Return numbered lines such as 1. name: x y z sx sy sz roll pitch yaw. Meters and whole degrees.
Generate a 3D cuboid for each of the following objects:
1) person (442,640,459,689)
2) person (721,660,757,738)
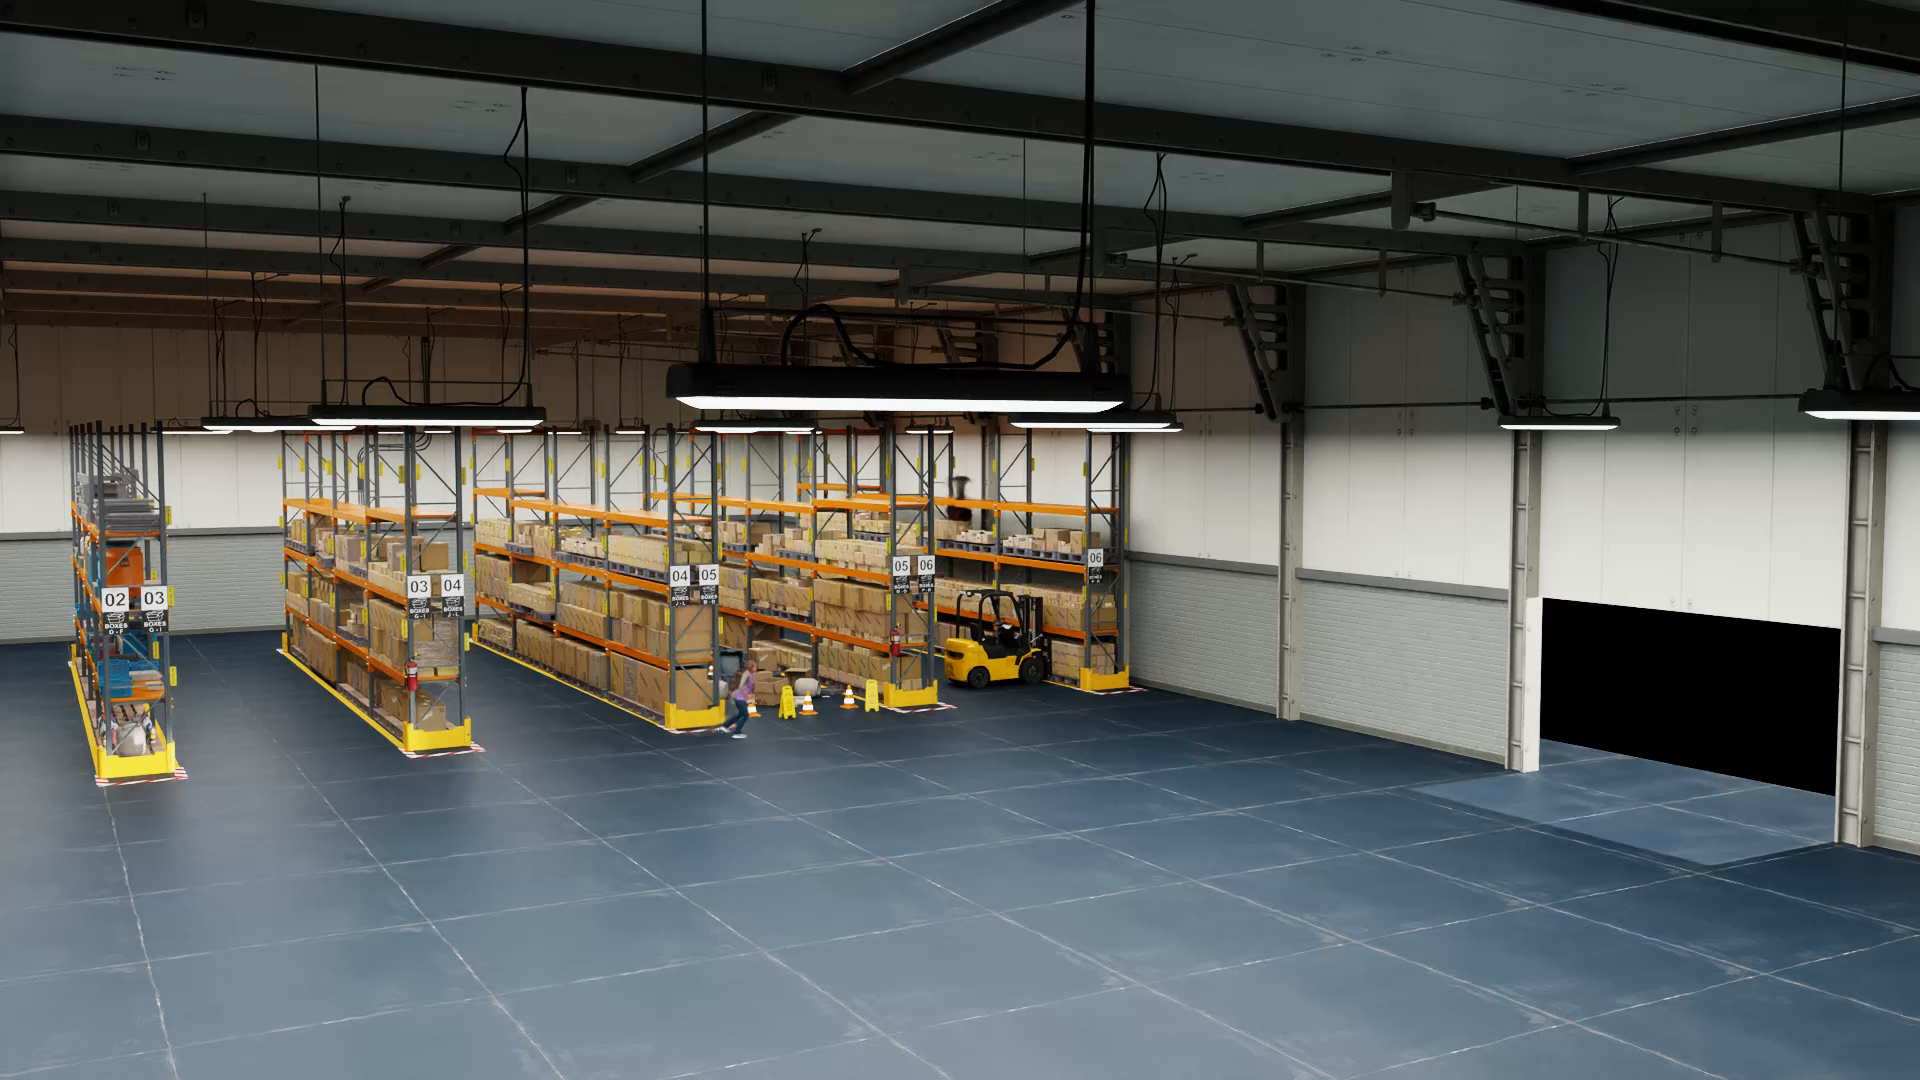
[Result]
1. person: -11.577 2.512 37.651 0.656 1.760 0.686 -2 4 -35
2. person: -4.203 3.021 31.597 0.739 1.502 0.517 0 4 2
